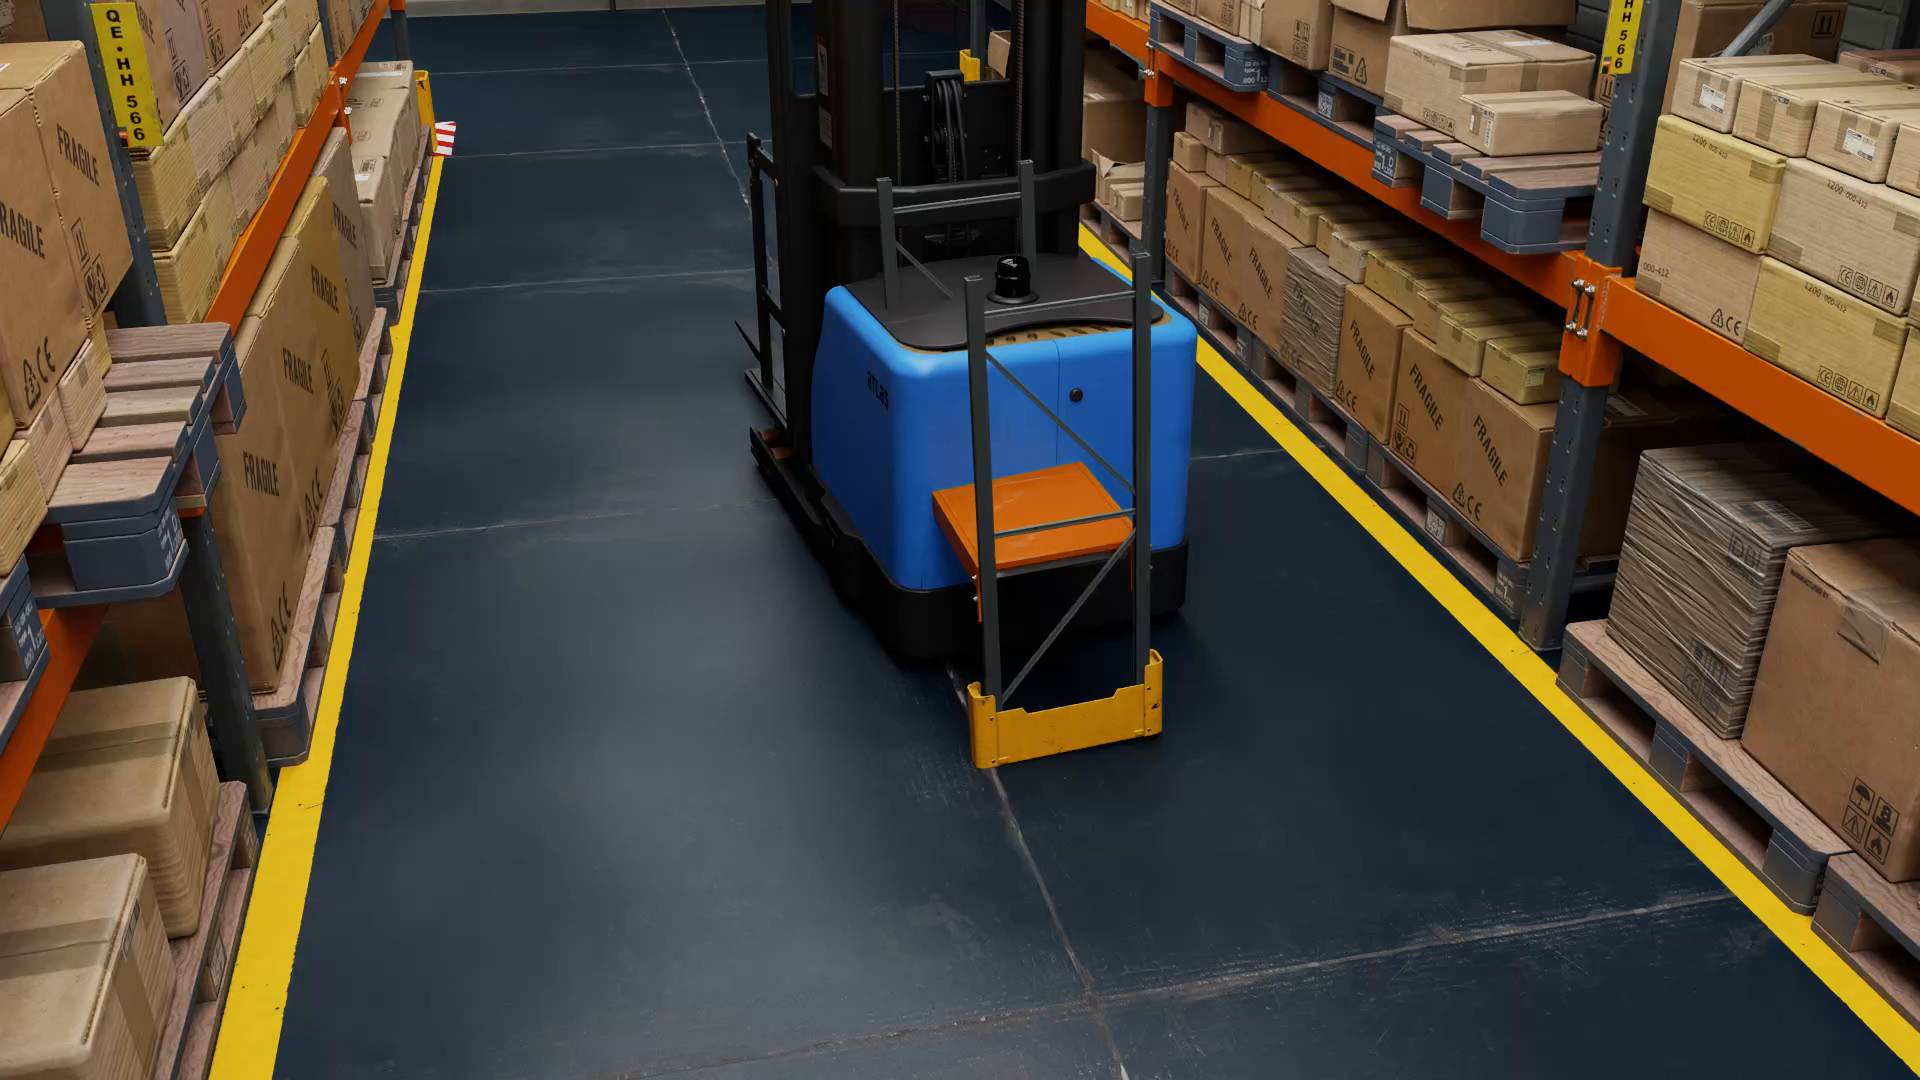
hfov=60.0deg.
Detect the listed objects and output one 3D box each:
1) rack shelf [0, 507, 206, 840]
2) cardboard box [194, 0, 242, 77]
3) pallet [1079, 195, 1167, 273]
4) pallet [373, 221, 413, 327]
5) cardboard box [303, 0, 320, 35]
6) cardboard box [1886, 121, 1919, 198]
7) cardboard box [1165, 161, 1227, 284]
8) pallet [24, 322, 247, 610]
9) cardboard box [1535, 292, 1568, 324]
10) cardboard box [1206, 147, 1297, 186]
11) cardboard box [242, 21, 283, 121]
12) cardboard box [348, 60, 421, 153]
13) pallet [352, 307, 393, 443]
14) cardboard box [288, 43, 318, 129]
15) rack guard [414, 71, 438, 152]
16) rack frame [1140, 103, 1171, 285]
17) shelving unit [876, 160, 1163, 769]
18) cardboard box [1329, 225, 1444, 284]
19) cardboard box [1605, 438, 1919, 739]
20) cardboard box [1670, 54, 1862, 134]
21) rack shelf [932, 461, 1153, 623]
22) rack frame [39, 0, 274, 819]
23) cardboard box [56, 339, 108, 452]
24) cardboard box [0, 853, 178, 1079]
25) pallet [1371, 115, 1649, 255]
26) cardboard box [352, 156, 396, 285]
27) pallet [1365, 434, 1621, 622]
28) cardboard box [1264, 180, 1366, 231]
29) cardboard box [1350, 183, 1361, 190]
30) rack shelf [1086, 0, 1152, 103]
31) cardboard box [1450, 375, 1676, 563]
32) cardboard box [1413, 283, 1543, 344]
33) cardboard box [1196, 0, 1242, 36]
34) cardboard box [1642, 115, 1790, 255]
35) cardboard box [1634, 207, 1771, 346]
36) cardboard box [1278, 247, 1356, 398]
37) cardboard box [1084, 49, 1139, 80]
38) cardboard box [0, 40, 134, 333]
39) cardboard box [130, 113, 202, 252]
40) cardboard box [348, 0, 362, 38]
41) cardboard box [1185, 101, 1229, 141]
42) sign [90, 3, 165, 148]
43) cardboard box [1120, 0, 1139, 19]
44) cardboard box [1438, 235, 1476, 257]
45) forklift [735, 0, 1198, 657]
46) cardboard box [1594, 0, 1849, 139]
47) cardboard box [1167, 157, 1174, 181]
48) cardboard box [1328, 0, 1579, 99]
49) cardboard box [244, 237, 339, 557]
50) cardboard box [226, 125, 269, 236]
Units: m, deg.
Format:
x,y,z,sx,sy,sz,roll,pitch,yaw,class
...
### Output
x,y,z,sx,sy,sz,roll,pitch,yaw,class
-2.006,0.666,2.399,1.077,0.370,4.000,-6,27,-12,rack shelf
-2.552,-1.711,5.090,0.500,0.500,0.500,-5,27,-10,cardboard box
1.324,-1.851,9.684,1.003,0.211,1.213,-6,27,-12,pallet
-3.453,-1.386,8.761,1.003,0.211,1.213,-6,27,-12,pallet
-3.022,-2.276,7.042,0.500,0.250,0.500,-6,27,-12,cardboard box
2.379,-0.862,3.798,0.380,0.149,0.250,-6,27,-11,cardboard box
1.367,-1.631,8.460,0.500,0.500,0.500,-5,27,-9,cardboard box
-2.192,-0.145,3.422,1.213,0.211,1.003,-6,27,-12,pallet
2.397,-0.881,6.254,0.380,0.149,0.250,-6,27,-11,cardboard box
1.437,-1.857,8.189,0.380,0.149,0.250,-7,28,-13,cardboard box
-2.647,-1.608,5.718,0.500,0.250,0.500,-5,27,-11,cardboard box
-4.013,-2.809,10.864,0.875,0.438,0.875,-7,28,-13,cardboard box
-3.110,-0.713,7.428,1.003,0.211,1.213,-6,27,-12,pallet
-2.897,-1.827,6.707,0.500,0.250,0.500,-6,27,-12,cardboard box
-4.265,-2.939,11.519,1.175,0.500,0.348,-6,27,-12,rack guard
1.477,-2.795,8.458,1.000,3.000,0.127,-6,27,-12,rack frame
0.154,-0.268,5.086,0.587,1.500,1.083,-10,28,-12,shelving unit
1.749,-1.176,6.839,0.380,0.149,0.250,-7,28,-14,cardboard box
2.506,0.109,4.874,0.875,0.625,0.625,-5,27,-10,cardboard box
2.164,-1.203,4.473,0.380,0.149,0.250,-5,27,-10,cardboard box
0.166,-0.105,5.162,0.538,0.185,1.000,-10,28,-12,rack shelf
-2.456,-0.533,3.977,1.000,3.000,0.127,-6,27,-12,rack frame
-1.922,-0.272,3.272,0.380,0.149,0.250,-6,27,-12,cardboard box
-2.165,1.025,3.341,0.950,0.372,0.625,-6,27,-13,cardboard box
2.158,-1.243,5.597,1.213,0.211,1.003,-6,27,-12,pallet
-3.395,-1.619,8.506,0.875,0.438,0.875,-6,27,-12,cardboard box
2.247,-0.125,6.264,1.003,0.211,1.213,-6,27,-12,pallet
1.601,-1.513,7.508,0.380,0.149,0.250,-6,27,-12,cardboard box
2.052,-1.693,7.863,0.380,0.149,0.250,-7,28,-14,cardboard box
1.027,-3.351,10.359,1.077,0.370,4.000,-6,27,-12,rack shelf
2.074,-0.274,5.772,0.500,0.500,0.500,-5,27,-10,cardboard box
1.913,-0.828,6.149,0.380,0.149,0.250,-7,28,-13,cardboard box
1.485,-2.564,7.424,0.700,0.500,0.500,-6,27,-11,cardboard box
2.216,-0.973,4.460,0.500,0.250,0.500,-6,27,-12,cardboard box
2.241,-0.752,4.577,0.500,0.250,0.500,-6,27,-11,cardboard box
1.716,-0.950,7.112,0.500,0.500,0.500,-7,28,-13,cardboard box
0.776,-2.965,11.103,0.700,0.500,0.500,-5,27,-9,cardboard box
-2.083,-0.726,3.453,0.500,0.500,0.500,-7,28,-13,cardboard box
-2.330,-0.937,4.388,0.500,0.250,0.500,-6,27,-12,cardboard box
-3.318,-2.787,8.333,0.500,0.500,0.500,-6,27,-11,cardboard box
1.358,-2.110,8.360,0.380,0.149,0.250,-6,27,-12,cardboard box
-1.930,-1.074,3.851,0.100,0.325,0.005,-6,27,-12,sign
1.080,-2.909,8.963,0.380,0.149,0.250,-5,27,-10,cardboard box
2.221,-1.223,6.931,0.380,0.149,0.250,-6,27,-11,cardboard box
-0.217,-1.574,6.116,1.130,2.935,3.031,-9,28,-18,forklift
2.415,-1.512,5.341,0.500,0.500,0.500,-5,27,-9,cardboard box
1.461,-2.214,10.005,0.380,0.149,0.250,-6,27,-12,cardboard box
1.831,-1.970,6.243,0.797,0.503,0.637,-7,28,-13,cardboard box
-2.728,-0.475,5.755,0.875,0.875,0.875,-6,27,-11,cardboard box
-2.567,-1.161,5.387,0.500,0.250,0.500,-5,27,-10,cardboard box
